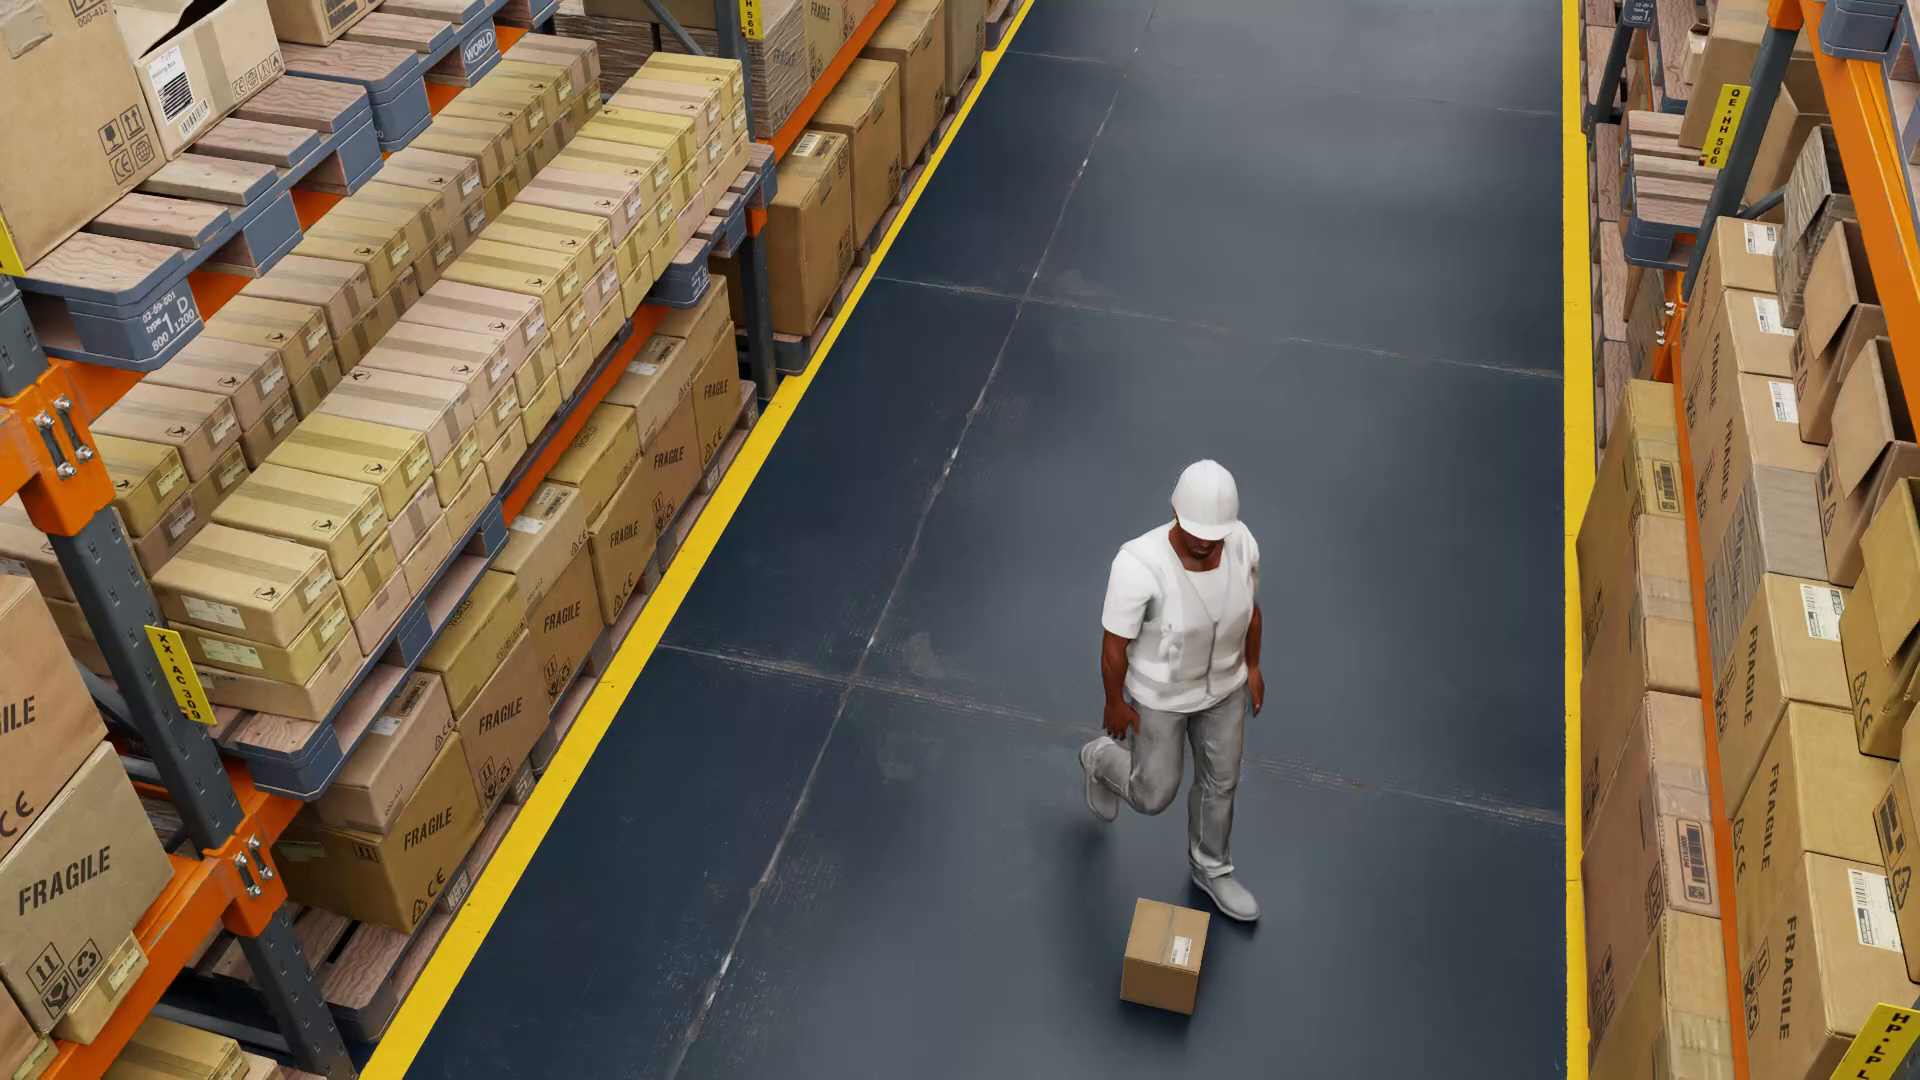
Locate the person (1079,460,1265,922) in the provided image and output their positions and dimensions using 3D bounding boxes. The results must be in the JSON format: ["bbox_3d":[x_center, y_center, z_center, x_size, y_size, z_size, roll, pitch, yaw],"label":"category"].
[{"bbox_3d":[0.774,0.506,5.569,0.603,1.746,0.805,-17,43,-18],"label":"person"}]
